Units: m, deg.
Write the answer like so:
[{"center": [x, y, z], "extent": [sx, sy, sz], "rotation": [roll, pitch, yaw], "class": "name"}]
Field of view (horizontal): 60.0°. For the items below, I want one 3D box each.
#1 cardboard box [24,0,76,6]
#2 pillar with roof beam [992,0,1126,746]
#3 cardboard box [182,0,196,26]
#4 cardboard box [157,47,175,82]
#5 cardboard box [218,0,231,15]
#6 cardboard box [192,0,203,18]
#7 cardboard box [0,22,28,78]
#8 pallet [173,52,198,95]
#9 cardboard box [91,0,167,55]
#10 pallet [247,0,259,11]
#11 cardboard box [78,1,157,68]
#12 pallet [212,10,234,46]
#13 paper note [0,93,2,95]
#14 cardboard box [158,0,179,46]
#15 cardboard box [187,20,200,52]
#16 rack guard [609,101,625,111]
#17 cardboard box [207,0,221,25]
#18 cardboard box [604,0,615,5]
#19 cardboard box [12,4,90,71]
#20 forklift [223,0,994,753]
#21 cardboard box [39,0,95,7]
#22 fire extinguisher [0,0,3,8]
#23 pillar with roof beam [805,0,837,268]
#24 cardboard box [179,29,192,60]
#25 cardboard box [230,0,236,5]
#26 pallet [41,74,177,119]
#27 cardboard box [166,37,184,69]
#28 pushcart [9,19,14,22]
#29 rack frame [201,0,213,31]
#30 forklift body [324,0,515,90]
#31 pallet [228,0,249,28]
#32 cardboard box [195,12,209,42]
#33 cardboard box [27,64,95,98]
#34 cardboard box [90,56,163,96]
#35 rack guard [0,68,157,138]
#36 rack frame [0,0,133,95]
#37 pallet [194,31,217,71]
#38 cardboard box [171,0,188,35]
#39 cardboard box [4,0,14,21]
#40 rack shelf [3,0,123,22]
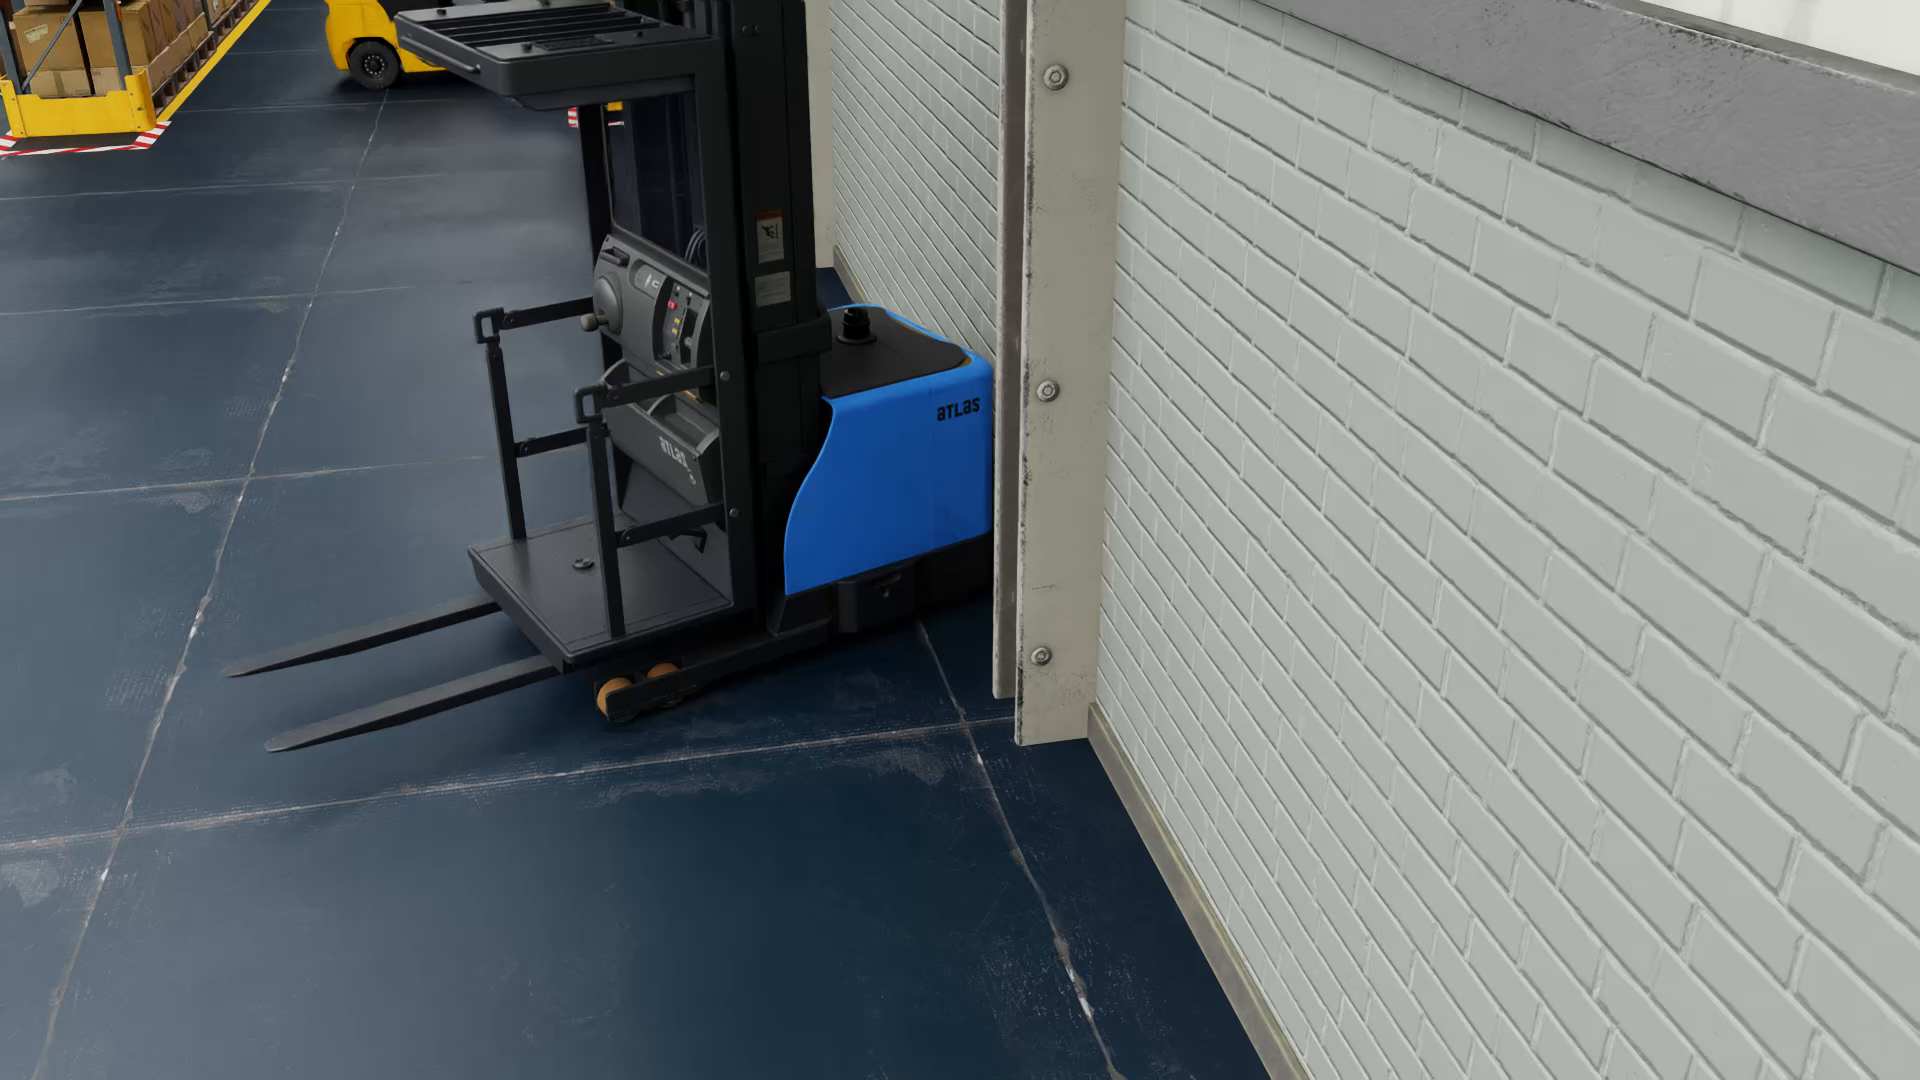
[{"center": [-8.522, -5.099, 15.557], "extent": [0.380, 0.149, 0.250], "rotation": [-5, 27, -10], "class": "cardboard box"}, {"center": [-3.873, -2.911, 3.531], "extent": [9.100, 9.000, 0.400], "rotation": [-6, 27, -12], "class": "pillar with roof beam"}, {"center": [-8.329, -5.631, 17.330], "extent": [0.500, 0.500, 0.500], "rotation": [-5, 27, -11], "class": "cardboard box"}, {"center": [-7.959, -4.602, 16.125], "extent": [0.500, 0.250, 0.500], "rotation": [-5, 27, -10], "class": "cardboard box"}, {"center": [-9.126, -6.351, 19.454], "extent": [0.950, 0.372, 0.625], "rotation": [-4, 27, -8], "class": "cardboard box"}, {"center": [-8.446, -5.854, 17.772], "extent": [0.500, 0.500, 0.500], "rotation": [-6, 27, -12], "class": "cardboard box"}, {"center": [-9.925, -5.068, 17.233], "extent": [0.500, 0.500, 0.500], "rotation": [13, 30, 24], "class": "cardboard box"}, {"center": [-8.376, -4.719, 16.865], "extent": [1.003, 0.211, 1.213], "rotation": [-6, 27, -12], "class": "pallet"}, {"center": [-7.979, -4.952, 15.985], "extent": [0.500, 0.500, 0.500], "rotation": [-7, 28, -14], "class": "cardboard box"}, {"center": [-9.567, -6.959, 21.304], "extent": [1.003, 0.211, 1.213], "rotation": [-6, 27, -12], "class": "pallet"}, {"center": [-7.857, -4.723, 15.531], "extent": [0.500, 0.500, 0.500], "rotation": [-7, 28, -13], "class": "cardboard box"}, {"center": [-9.017, -5.888, 19.182], "extent": [1.003, 0.211, 1.213], "rotation": [-6, 27, -12], "class": "pallet"}, {"center": [-9.475, -4.434, 16.500], "extent": [0.142, 0.019, 0.148], "rotation": [-16, 31, -29], "class": "paper note"}, {"center": [-8.084, -5.173, 16.423], "extent": [0.500, 0.500, 0.500], "rotation": [-5, 27, -11], "class": "cardboard box"}, {"center": [-8.315, -5.286, 17.480], "extent": [0.500, 0.250, 0.500], "rotation": [-7, 28, -13], "class": "cardboard box"}, {"center": [-3.098, -4.415, 15.942], "extent": [1.175, 0.500, 0.348], "rotation": [-6, 27, -12], "class": "rack guard"}, {"center": [-8.961, -6.036, 18.830], "extent": [0.950, 0.372, 0.625], "rotation": [-6, 27, -11], "class": "cardboard box"}, {"center": [-3.511, -5.118, 16.037], "extent": [0.500, 0.250, 0.500], "rotation": [-5, 27, -10], "class": "cardboard box"}, {"center": [-8.374, -4.655, 15.398], "extent": [0.500, 0.500, 0.500], "rotation": [-6, 27, -11], "class": "cardboard box"}, {"center": [-1.352, -0.882, 6.244], "extent": [3.031, 2.935, 1.130], "rotation": [-17, 32, -30], "class": "forklift"}, {"center": [-8.494, -4.884, 15.851], "extent": [0.500, 0.500, 0.500], "rotation": [-5, 27, -10], "class": "cardboard box"}, {"center": [-8.362, -4.904, 14.223], "extent": [0.296, 0.674, 0.183], "rotation": [-6, 27, -12], "class": "fire extinguisher"}, {"center": [-5.225, -5.545, 8.750], "extent": [9.100, 9.000, 0.400], "rotation": [-6, 27, -12], "class": "pillar with roof beam"}, {"center": [-8.205, -5.063, 17.037], "extent": [0.500, 0.250, 0.500], "rotation": [-6, 27, -11], "class": "cardboard box"}, {"center": [-9.285, -6.656, 20.059], "extent": [0.950, 0.372, 0.625], "rotation": [-5, 27, -10], "class": "cardboard box"}, {"center": [-8.105, -4.184, 15.806], "extent": [1.003, 0.211, 1.213], "rotation": [-6, 27, -12], "class": "pallet"}, {"center": [-8.094, -4.841, 16.597], "extent": [0.500, 0.250, 0.500], "rotation": [-4, 27, -8], "class": "cardboard box"}, {"center": [-11.050, -5.367, 17.965], "extent": [1.648, 0.377, 0.936], "rotation": [-16, 31, -29], "class": "pushcart"}, {"center": [-8.840, -6.791, 17.877], "extent": [1.000, 3.000, 0.127], "rotation": [-6, 27, -12], "class": "rack frame"}, {"center": [-5.309, -5.809, 16.873], "extent": [2.313, 2.155, 1.214], "rotation": [-6, 27, -12], "class": "forklift body"}, {"center": [-9.296, -6.425, 20.245], "extent": [1.003, 0.211, 1.213], "rotation": [-6, 27, -12], "class": "pallet"}, {"center": [-8.445, -5.519, 17.941], "extent": [0.500, 0.250, 0.500], "rotation": [-5, 27, -9], "class": "cardboard box"}, {"center": [-8.389, -4.334, 15.592], "extent": [0.500, 0.250, 0.500], "rotation": [-6, 27, -12], "class": "cardboard box"}, {"center": [-7.851, -4.378, 15.680], "extent": [0.500, 0.250, 0.500], "rotation": [-6, 27, -12], "class": "cardboard box"}, {"center": [-7.956, -3.953, 15.027], "extent": [1.175, 0.500, 0.348], "rotation": [-6, 27, -12], "class": "rack guard"}, {"center": [-7.939, -5.035, 14.397], "extent": [1.000, 3.000, 0.127], "rotation": [-6, 27, -12], "class": "rack frame"}, {"center": [-8.655, -5.255, 17.928], "extent": [1.003, 0.211, 1.213], "rotation": [-6, 27, -12], "class": "pallet"}, {"center": [-8.213, -5.407, 16.886], "extent": [0.500, 0.500, 0.500], "rotation": [-5, 27, -9], "class": "cardboard box"}, {"center": [-10.568, -5.820, 17.885], "extent": [0.500, 0.500, 0.500], "rotation": [-6, 27, -12], "class": "cardboard box"}, {"center": [-8.390, -5.592, 16.299], "extent": [1.077, 0.370, 4.000], "rotation": [-6, 27, -12], "class": "rack shelf"}]
